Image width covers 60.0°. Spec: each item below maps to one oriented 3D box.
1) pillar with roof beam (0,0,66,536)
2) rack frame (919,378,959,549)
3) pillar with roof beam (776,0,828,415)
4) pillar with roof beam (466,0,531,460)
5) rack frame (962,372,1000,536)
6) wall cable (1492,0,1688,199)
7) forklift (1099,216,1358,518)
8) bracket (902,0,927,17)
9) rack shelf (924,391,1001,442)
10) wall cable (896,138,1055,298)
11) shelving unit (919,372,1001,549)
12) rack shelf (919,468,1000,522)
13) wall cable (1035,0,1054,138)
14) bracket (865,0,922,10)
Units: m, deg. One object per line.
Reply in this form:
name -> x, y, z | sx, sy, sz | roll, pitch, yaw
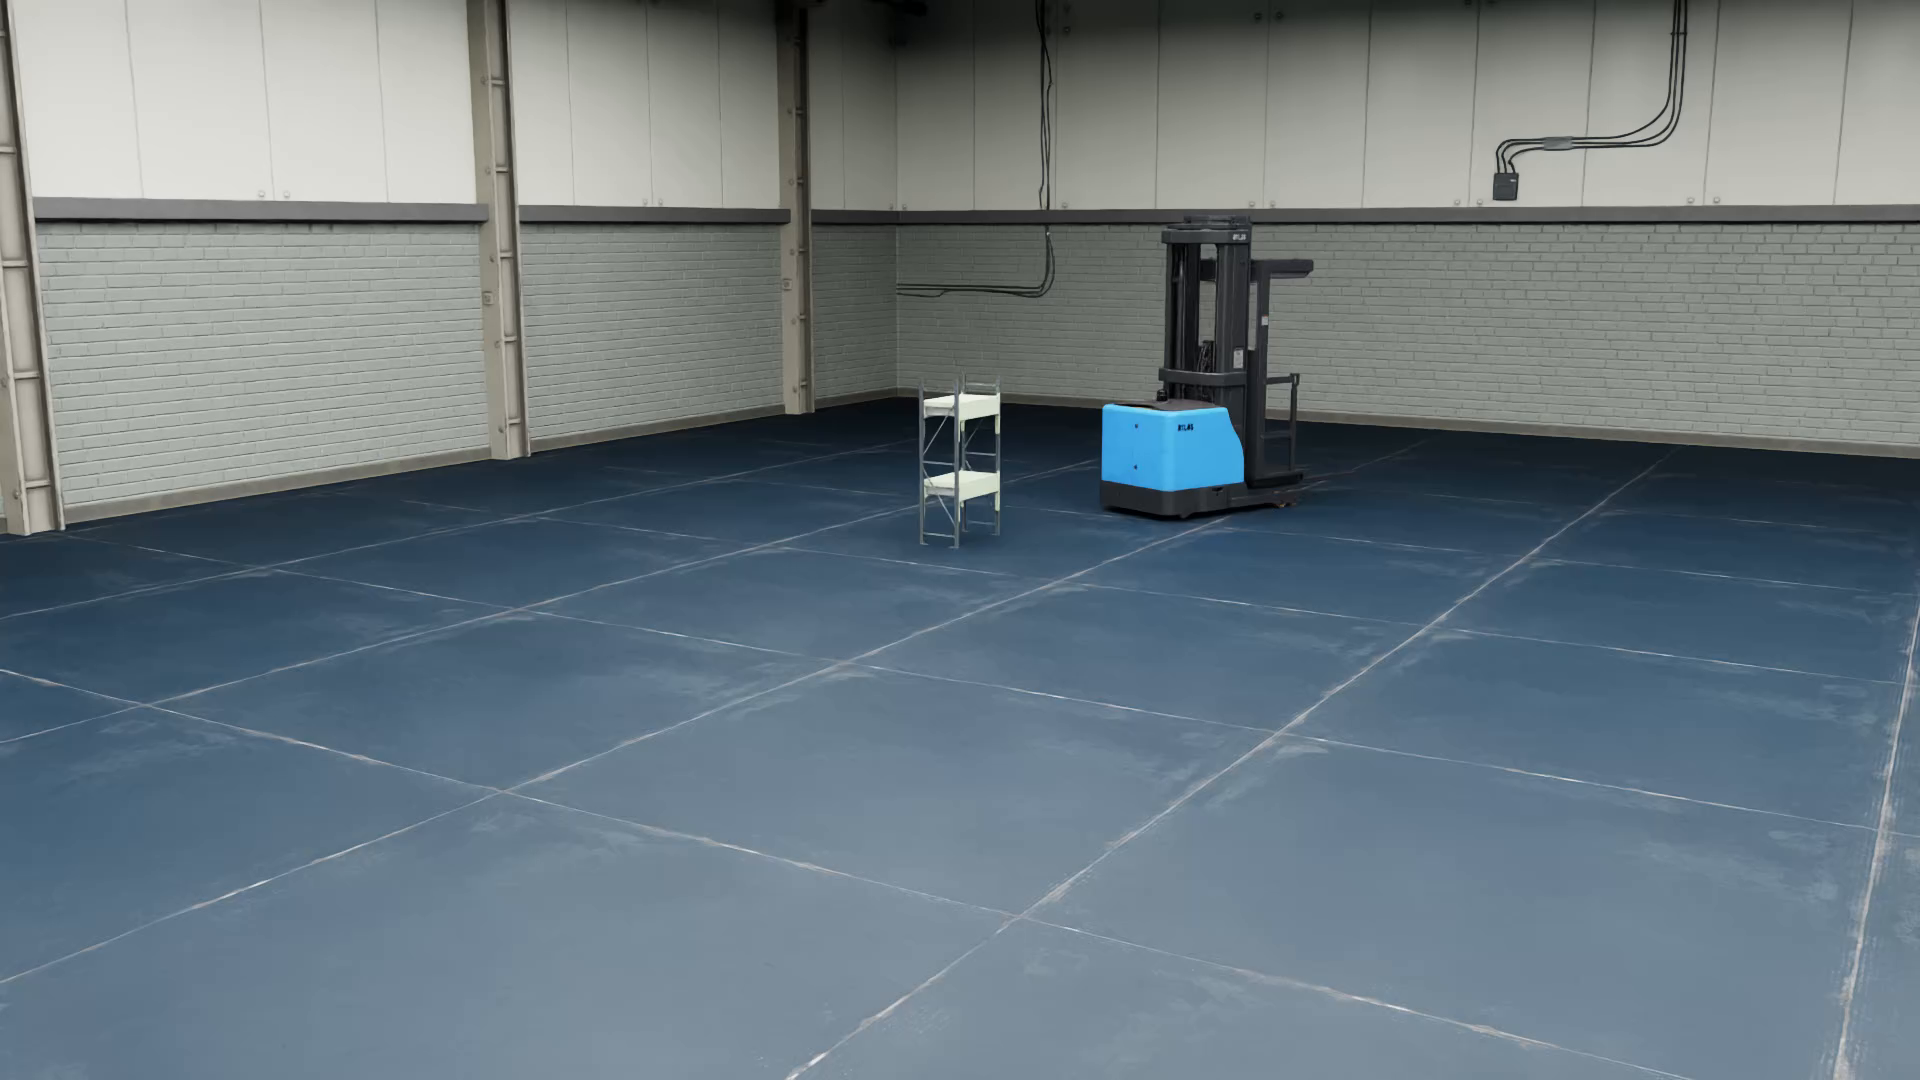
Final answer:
pillar with roof beam -> -5.044, -4.097, 12.680 | 9.100, 9.000, 0.400 | 6, 12, 31
rack frame -> -0.187, -0.681, 14.810 | 0.400, 1.500, 0.023 | 6, 12, 31
pillar with roof beam -> 1.186, -5.984, 22.761 | 9.100, 9.000, 0.548 | 6, 12, 31
pillar with roof beam -> -1.929, -5.041, 17.721 | 9.100, 9.000, 0.400 | 6, 12, 31
rack frame -> 0.193, -0.796, 15.425 | 0.400, 1.500, 0.023 | 6, 12, 31
wall cable -> 8.272, -7.495, 21.587 | 2.305, 6.003, 0.169 | 6, 12, 31
forklift -> 2.898, -1.843, 17.129 | 3.031, 2.935, 1.130 | -8, 13, -36
bracket -> -0.744, -8.569, 26.785 | 0.235, 0.232, 0.430 | 6, 12, 31
rack shelf -> 0.003, -1.122, 15.046 | 0.431, 0.370, 0.720 | 6, 12, 31
wall cable -> 0.166, -5.206, 27.044 | 3.097, 2.526, 0.112 | 6, 12, 31
shelving unit -> 0.003, -0.738, 15.118 | 0.431, 1.500, 0.755 | 6, 12, 31
rack shelf -> 0.003, -0.418, 15.178 | 0.431, 0.370, 0.720 | 6, 12, 31
wall cable -> 2.478, -7.430, 25.199 | 3.097, 2.526, 0.112 | 6, 12, 31
bracket -> -1.051, -8.476, 26.289 | 0.076, 0.066, 3.189 | 6, 12, 31
